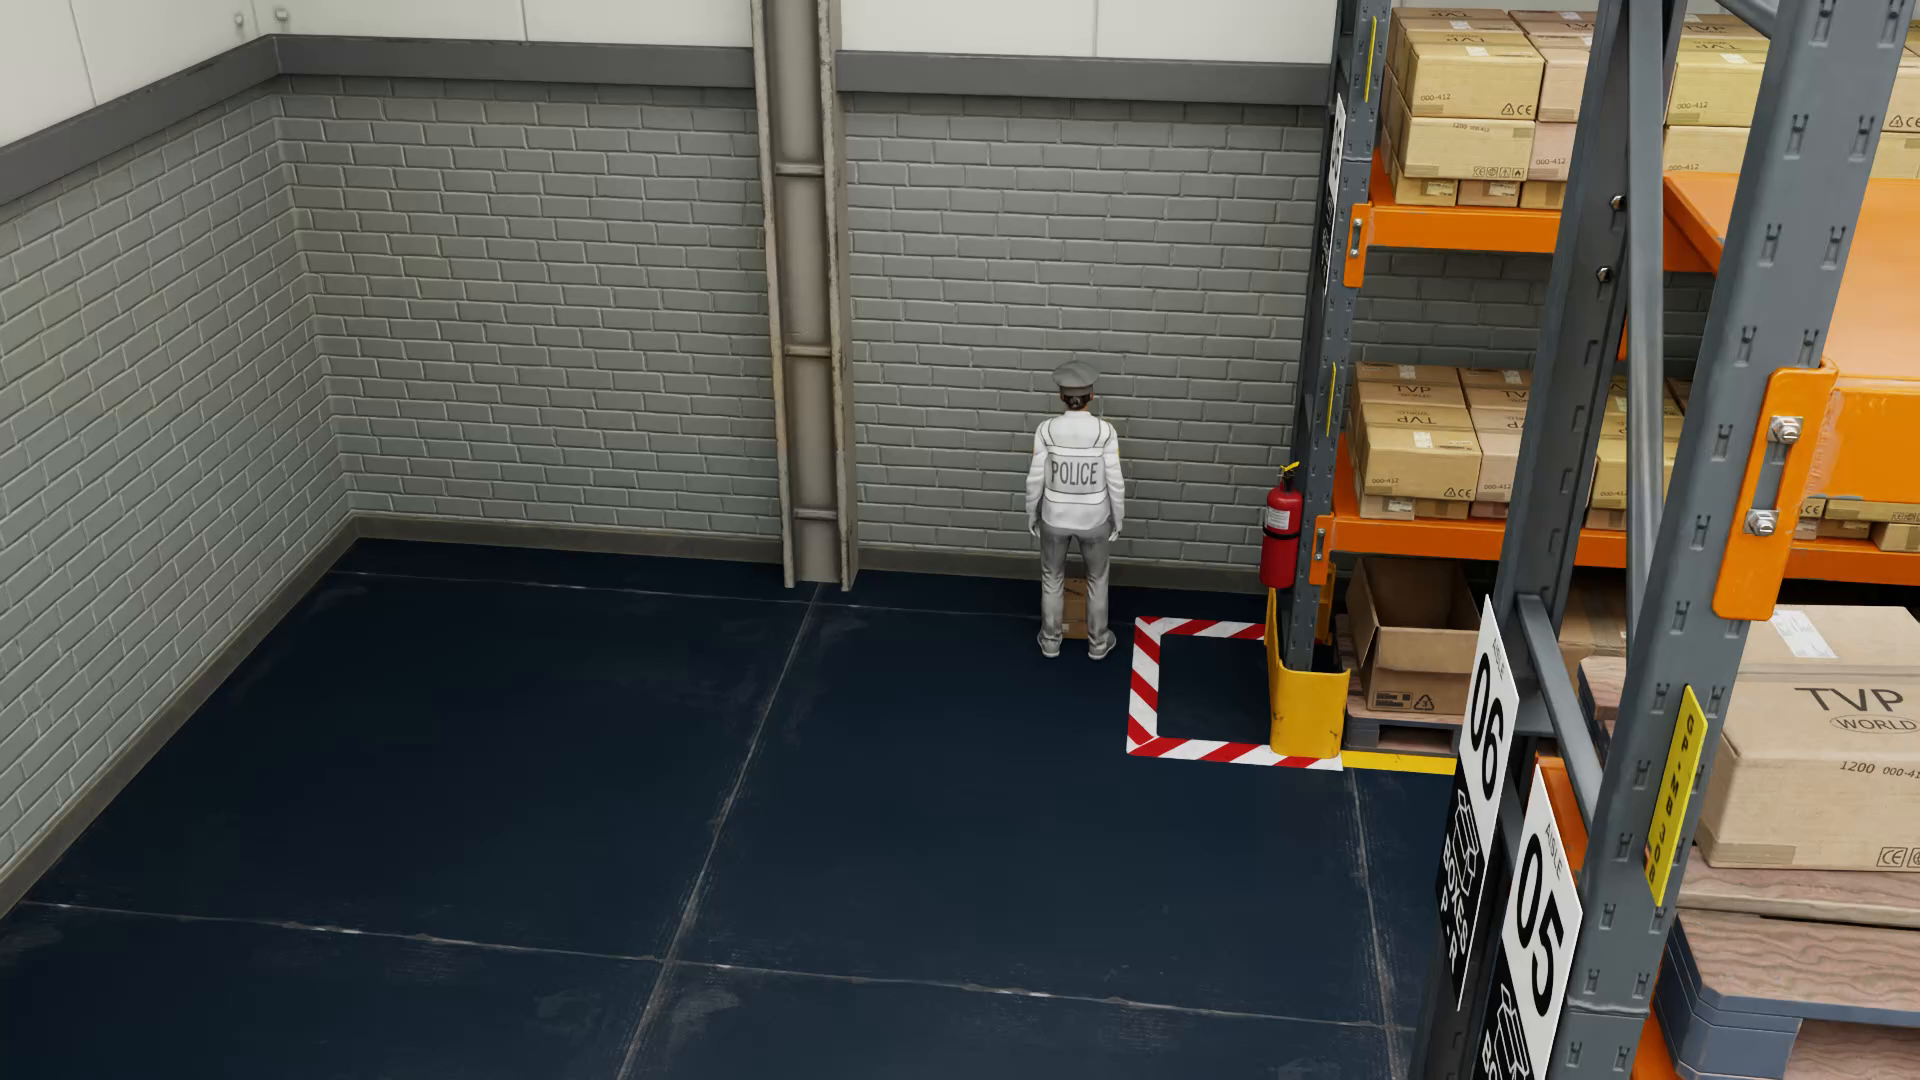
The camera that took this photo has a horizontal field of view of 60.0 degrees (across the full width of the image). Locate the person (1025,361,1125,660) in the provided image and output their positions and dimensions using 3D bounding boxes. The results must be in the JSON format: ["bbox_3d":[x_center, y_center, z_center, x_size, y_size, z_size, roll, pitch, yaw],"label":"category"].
[{"bbox_3d":[0.609,-0.118,8.837,0.526,1.663,0.376,3,29,6],"label":"person"}]
